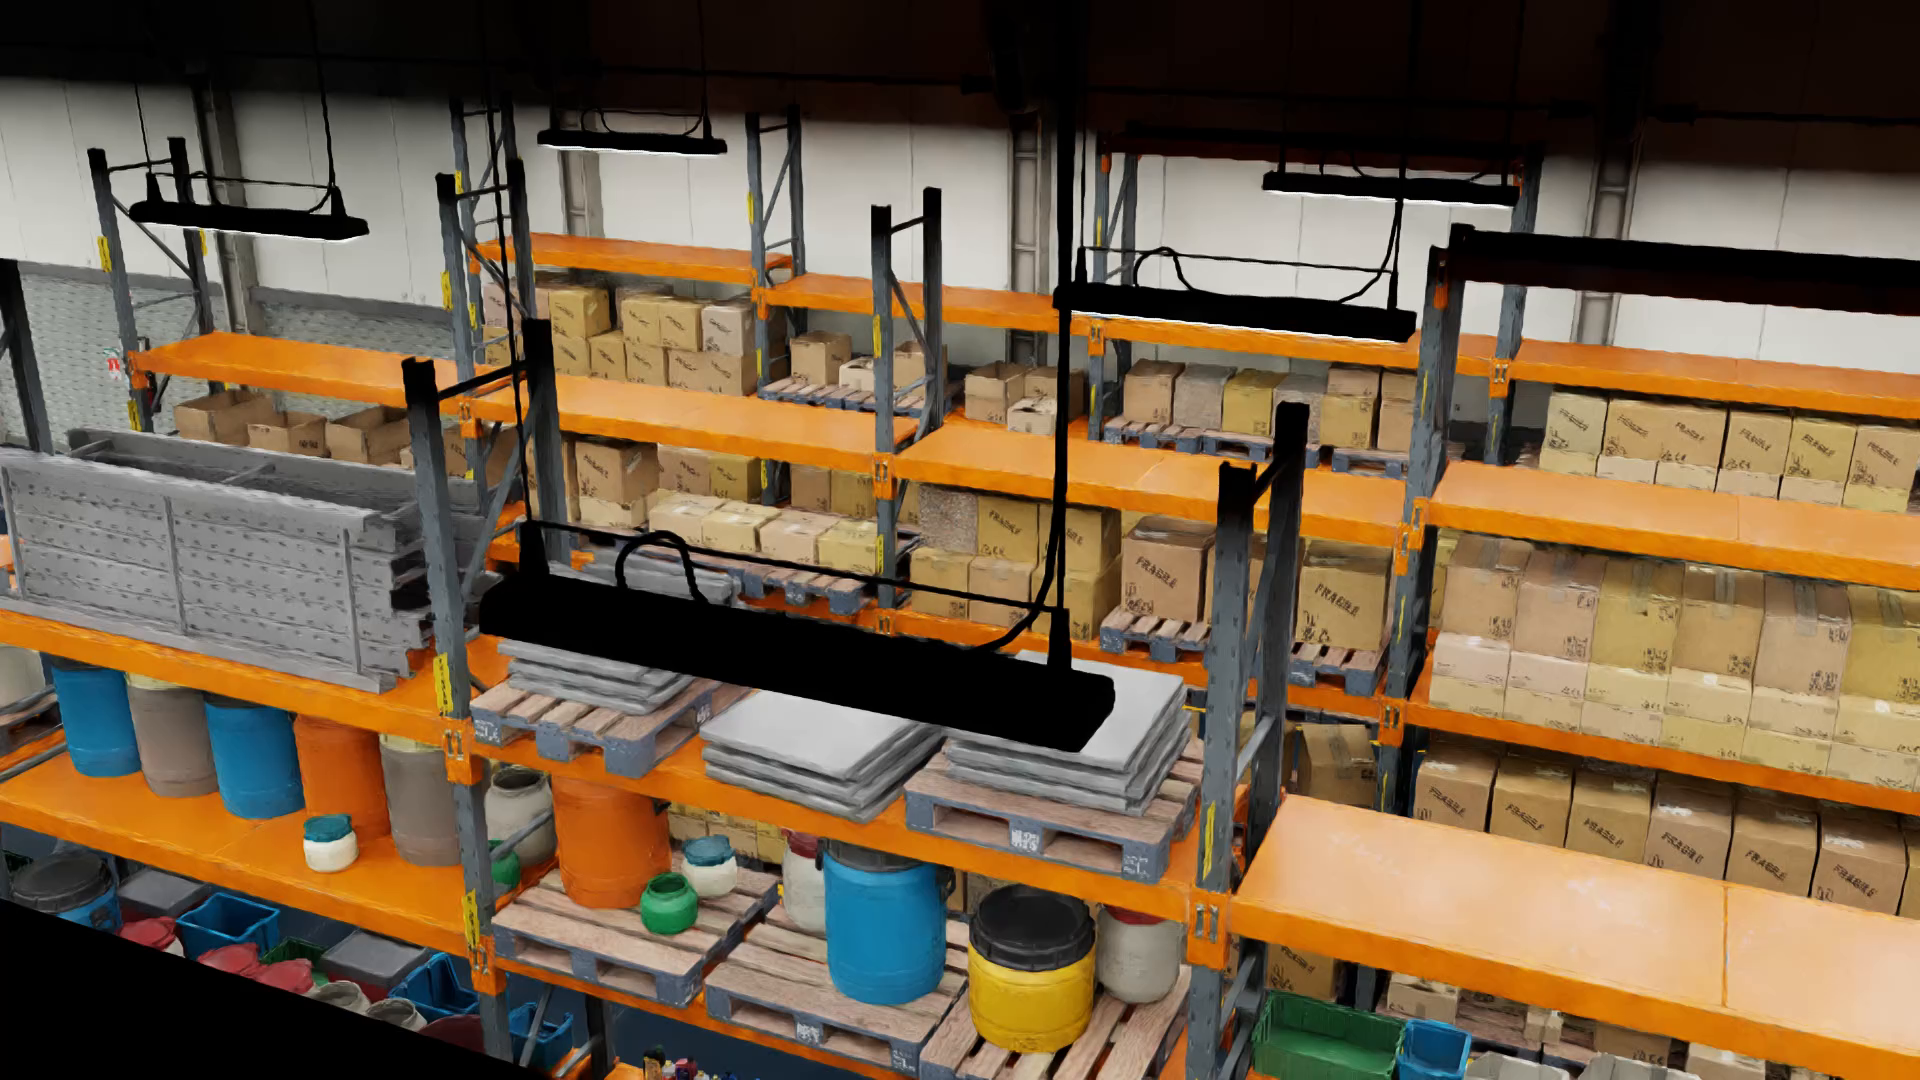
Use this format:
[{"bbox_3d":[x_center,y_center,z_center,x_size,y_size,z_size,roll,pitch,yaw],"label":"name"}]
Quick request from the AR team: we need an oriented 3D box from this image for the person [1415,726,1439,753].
[{"bbox_3d":[4.392,1.722,15.818,1.088,1.572,0.451,8,22,21],"label":"person"}]
